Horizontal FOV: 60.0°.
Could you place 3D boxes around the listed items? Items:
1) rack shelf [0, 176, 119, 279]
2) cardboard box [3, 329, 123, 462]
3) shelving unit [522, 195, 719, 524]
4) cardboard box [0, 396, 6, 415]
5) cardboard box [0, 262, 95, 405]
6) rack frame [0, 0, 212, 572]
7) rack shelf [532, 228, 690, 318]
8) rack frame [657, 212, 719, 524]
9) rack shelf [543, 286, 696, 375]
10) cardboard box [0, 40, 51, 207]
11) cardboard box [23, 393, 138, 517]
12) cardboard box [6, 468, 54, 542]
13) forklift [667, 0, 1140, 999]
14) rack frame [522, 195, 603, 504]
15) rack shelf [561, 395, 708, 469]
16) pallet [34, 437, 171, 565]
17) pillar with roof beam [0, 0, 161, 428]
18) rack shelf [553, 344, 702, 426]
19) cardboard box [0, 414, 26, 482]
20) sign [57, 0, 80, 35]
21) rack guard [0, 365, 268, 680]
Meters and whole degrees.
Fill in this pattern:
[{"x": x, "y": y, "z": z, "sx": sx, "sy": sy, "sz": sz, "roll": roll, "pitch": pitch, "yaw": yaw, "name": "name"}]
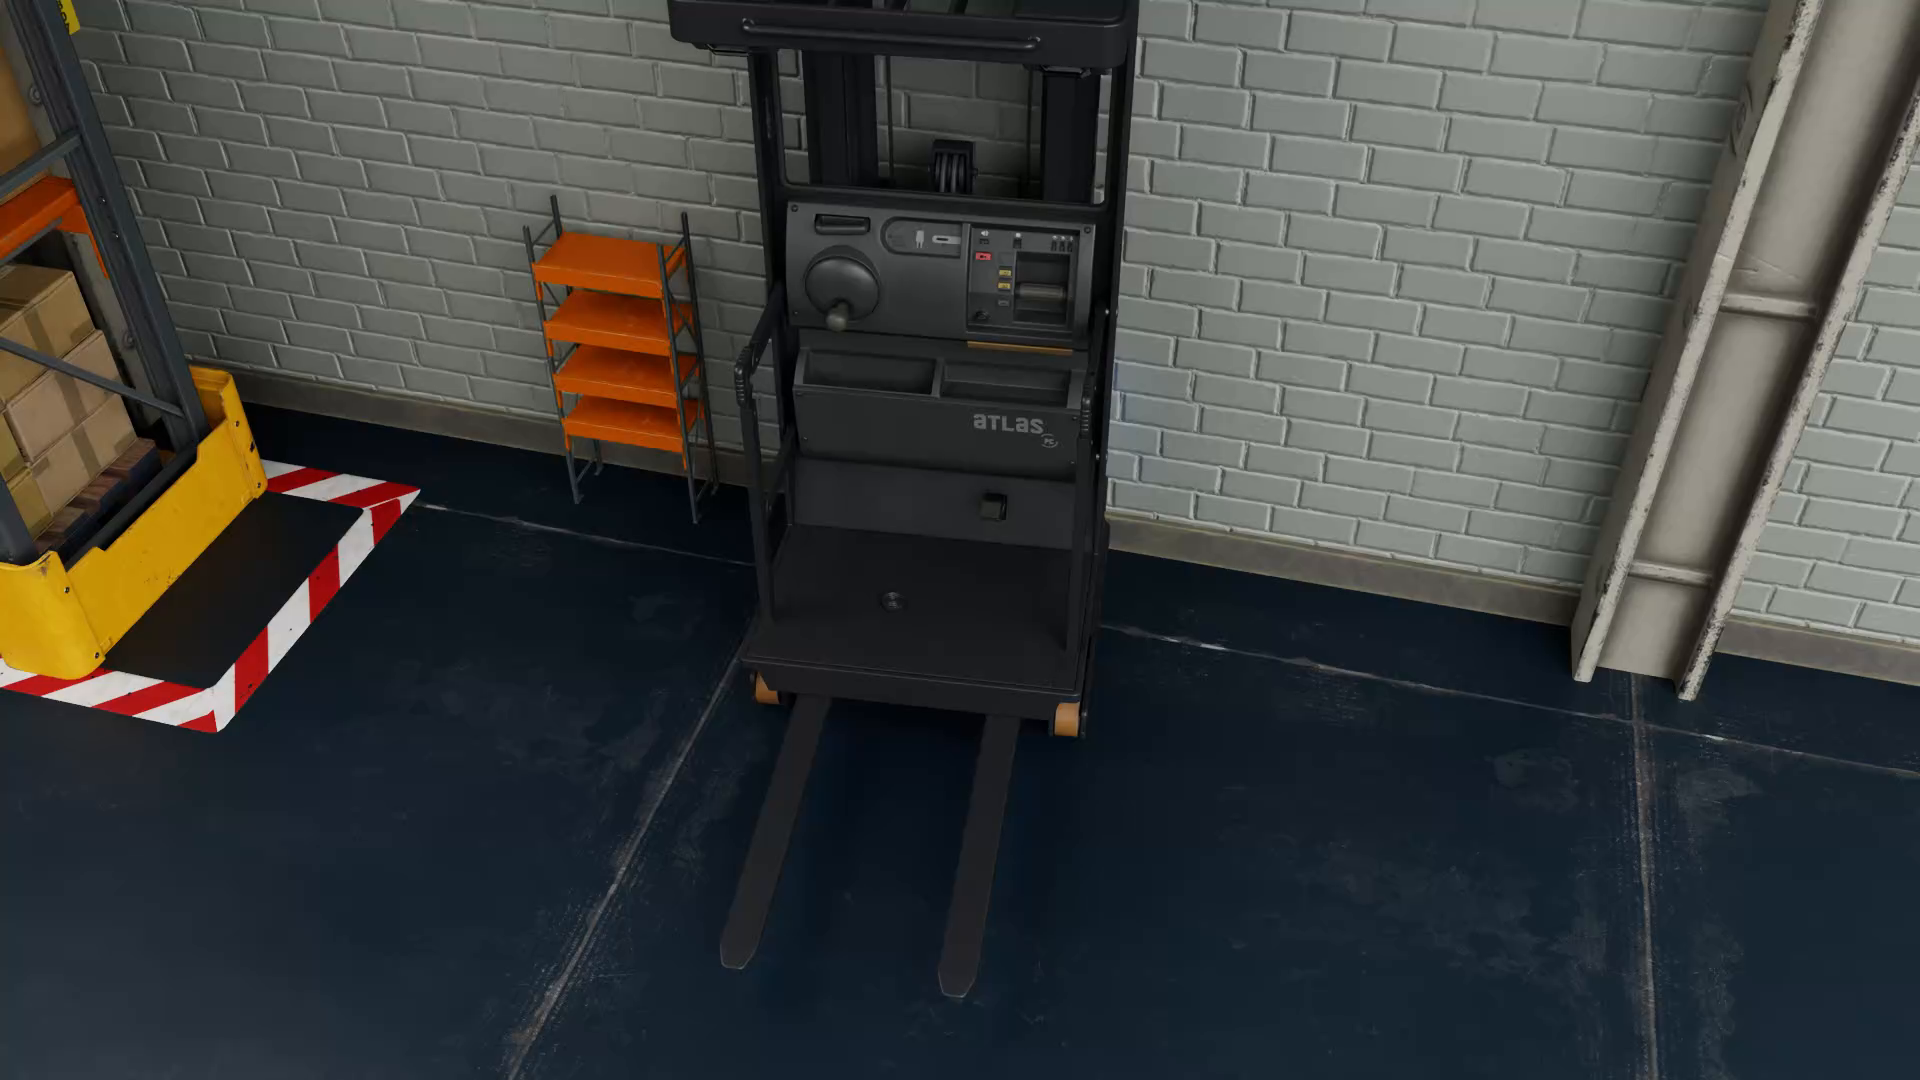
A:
[{"x": -4.964, "y": -1.113, "z": 5.803, "sx": 4.000, "sy": 0.370, "sz": 1.077, "roll": 10, "pitch": 41, "yaw": 11, "name": "rack shelf"}, {"x": -3.432, "y": -0.563, "z": 6.011, "sx": 0.500, "sy": 0.250, "sz": 0.500, "roll": 10, "pitch": 41, "yaw": 12, "name": "cardboard box"}, {"x": -1.214, "y": -0.636, "z": 6.074, "sx": 0.503, "sy": 1.200, "sz": 0.258, "roll": 9, "pitch": 41, "yaw": 11, "name": "shelving unit"}, {"x": -3.557, "y": -0.430, "z": 5.464, "sx": 0.500, "sy": 0.250, "sz": 0.500, "roll": 11, "pitch": 41, "yaw": 13, "name": "cardboard box"}, {"x": -3.447, "y": -0.745, "z": 5.838, "sx": 0.500, "sy": 0.250, "sz": 0.500, "roll": 9, "pitch": 41, "yaw": 11, "name": "cardboard box"}, {"x": -3.032, "y": -1.056, "z": 5.175, "sx": 0.127, "sy": 3.000, "sz": 1.000, "roll": 10, "pitch": 41, "yaw": 11, "name": "rack frame"}, {"x": -1.214, "y": -0.936, "z": 5.821, "sx": 0.480, "sy": 0.148, "sz": 0.258, "roll": 9, "pitch": 41, "yaw": 11, "name": "rack shelf"}, {"x": -0.977, "y": -0.597, "z": 6.028, "sx": 0.015, "sy": 1.200, "sz": 0.240, "roll": 9, "pitch": 41, "yaw": 11, "name": "rack frame"}, {"x": -1.214, "y": -0.755, "z": 5.973, "sx": 0.480, "sy": 0.148, "sz": 0.258, "roll": 9, "pitch": 41, "yaw": 11, "name": "rack shelf"}, {"x": -3.438, "y": -1.350, "z": 5.447, "sx": 0.500, "sy": 0.500, "sz": 0.500, "roll": 11, "pitch": 41, "yaw": 13, "name": "cardboard box"}, {"x": -3.455, "y": -0.367, "z": 6.167, "sx": 0.500, "sy": 0.250, "sz": 0.500, "roll": 10, "pitch": 41, "yaw": 12, "name": "cardboard box"}, {"x": -3.567, "y": -0.046, "z": 5.784, "sx": 0.500, "sy": 0.250, "sz": 0.500, "roll": 10, "pitch": 41, "yaw": 12, "name": "cardboard box"}, {"x": -0.094, "y": -0.722, "z": 4.831, "sx": 1.130, "sy": 2.935, "sz": 3.031, "roll": 6, "pitch": 40, "yaw": 7, "name": "forklift"}, {"x": -1.450, "y": -0.674, "z": 6.120, "sx": 0.015, "sy": 1.200, "sz": 0.240, "roll": 9, "pitch": 41, "yaw": 11, "name": "rack frame"}, {"x": -1.214, "y": -0.432, "z": 6.245, "sx": 0.480, "sy": 0.148, "sz": 0.258, "roll": 9, "pitch": 41, "yaw": 11, "name": "rack shelf"}, {"x": -3.781, "y": -0.090, "z": 6.193, "sx": 1.213, "sy": 0.211, "sz": 1.003, "roll": 10, "pitch": 41, "yaw": 11, "name": "pallet"}, {"x": -4.584, "y": -1.355, "z": 0.866, "sx": 0.400, "sy": 9.000, "sz": 9.100, "roll": 10, "pitch": 41, "yaw": 11, "name": "pillar with roof beam"}, {"x": -1.214, "y": -0.584, "z": 6.117, "sx": 0.480, "sy": 0.148, "sz": 0.258, "roll": 9, "pitch": 41, "yaw": 11, "name": "rack shelf"}, {"x": -3.583, "y": -0.242, "z": 5.629, "sx": 0.500, "sy": 0.250, "sz": 0.500, "roll": 9, "pitch": 41, "yaw": 11, "name": "cardboard box"}, {"x": -2.882, "y": -1.762, "z": 5.281, "sx": 0.005, "sy": 0.325, "sz": 0.100, "roll": 10, "pitch": 41, "yaw": 11, "name": "sign"}, {"x": -3.008, "y": -0.095, "z": 5.975, "sx": 0.348, "sy": 0.500, "sz": 1.175, "roll": 10, "pitch": 41, "yaw": 11, "name": "rack guard"}]
